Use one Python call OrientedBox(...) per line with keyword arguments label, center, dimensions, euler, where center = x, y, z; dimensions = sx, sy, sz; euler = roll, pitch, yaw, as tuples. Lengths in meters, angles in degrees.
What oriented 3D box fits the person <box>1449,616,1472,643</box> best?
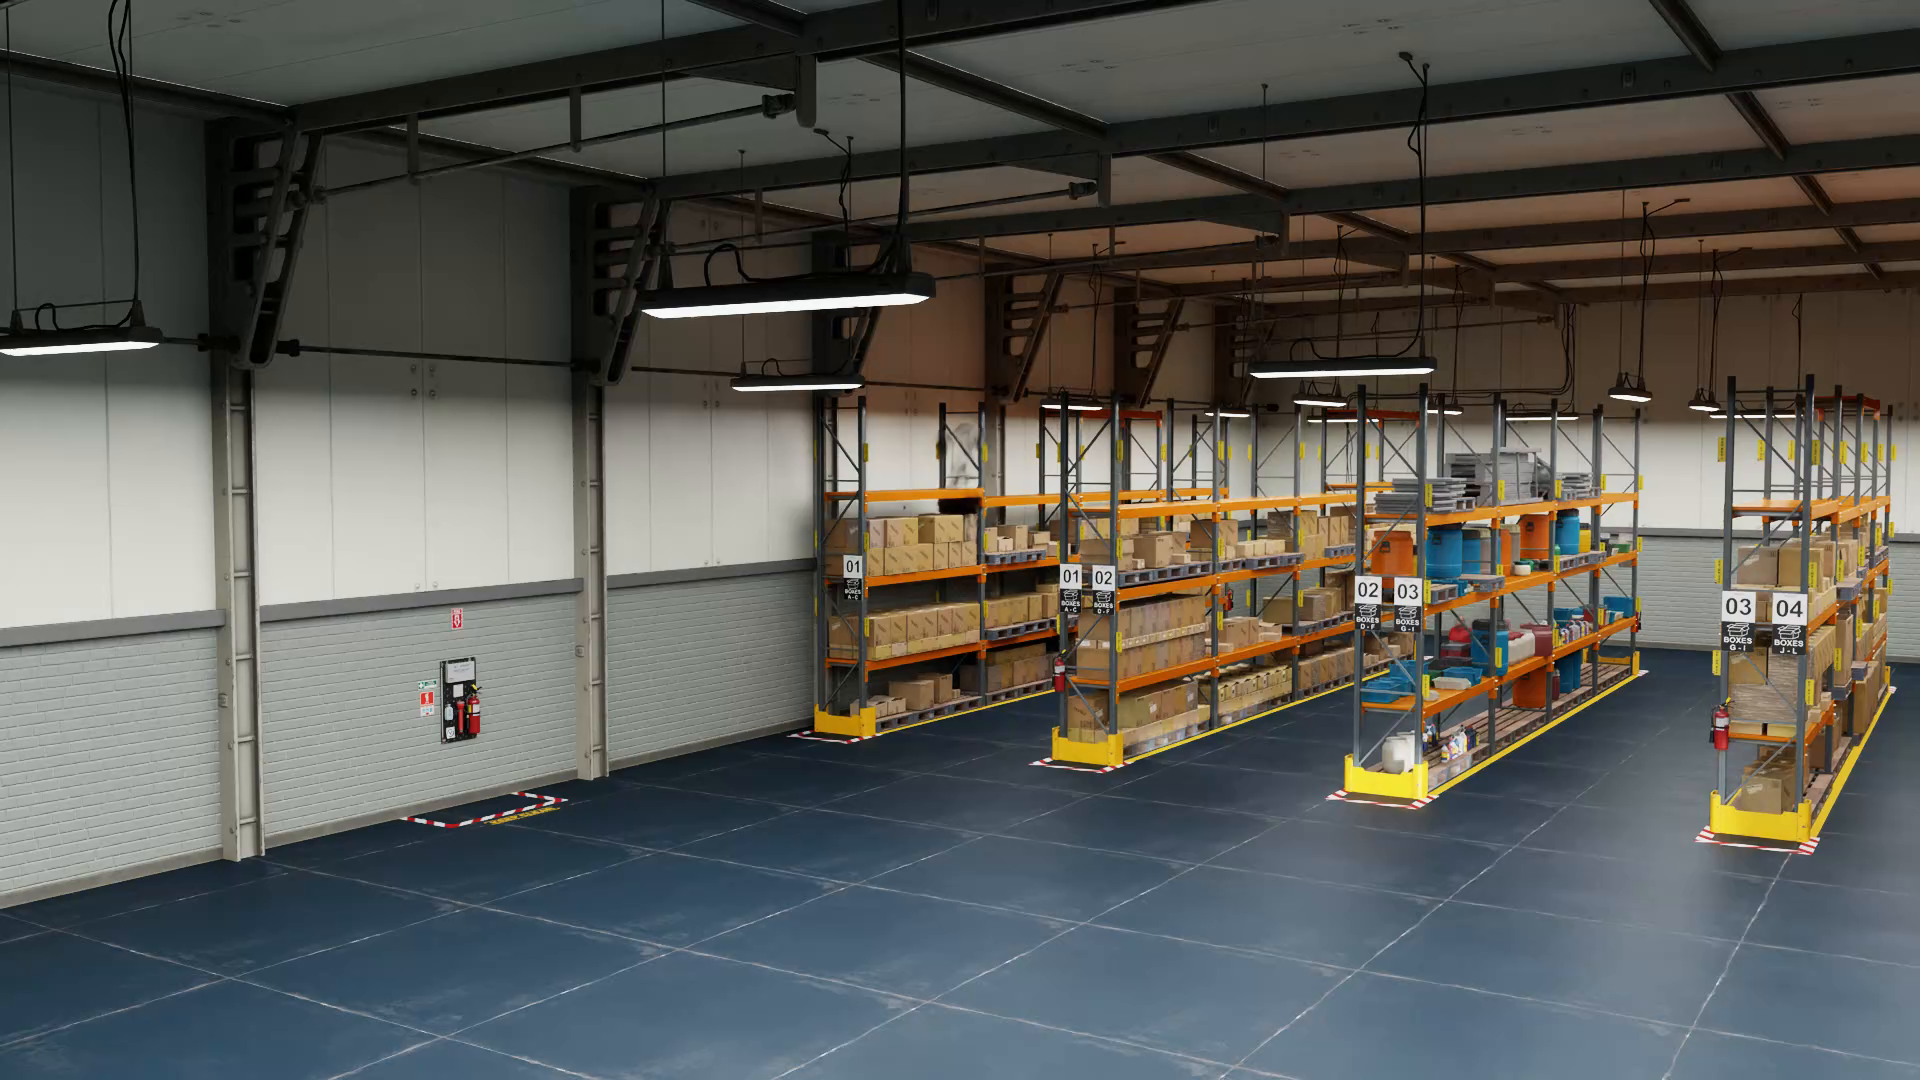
OrientedBox(label="person", center=(10.130, 2.385, 33.750), dimensions=(0.644, 1.694, 0.609), euler=(3, 4, 43))
